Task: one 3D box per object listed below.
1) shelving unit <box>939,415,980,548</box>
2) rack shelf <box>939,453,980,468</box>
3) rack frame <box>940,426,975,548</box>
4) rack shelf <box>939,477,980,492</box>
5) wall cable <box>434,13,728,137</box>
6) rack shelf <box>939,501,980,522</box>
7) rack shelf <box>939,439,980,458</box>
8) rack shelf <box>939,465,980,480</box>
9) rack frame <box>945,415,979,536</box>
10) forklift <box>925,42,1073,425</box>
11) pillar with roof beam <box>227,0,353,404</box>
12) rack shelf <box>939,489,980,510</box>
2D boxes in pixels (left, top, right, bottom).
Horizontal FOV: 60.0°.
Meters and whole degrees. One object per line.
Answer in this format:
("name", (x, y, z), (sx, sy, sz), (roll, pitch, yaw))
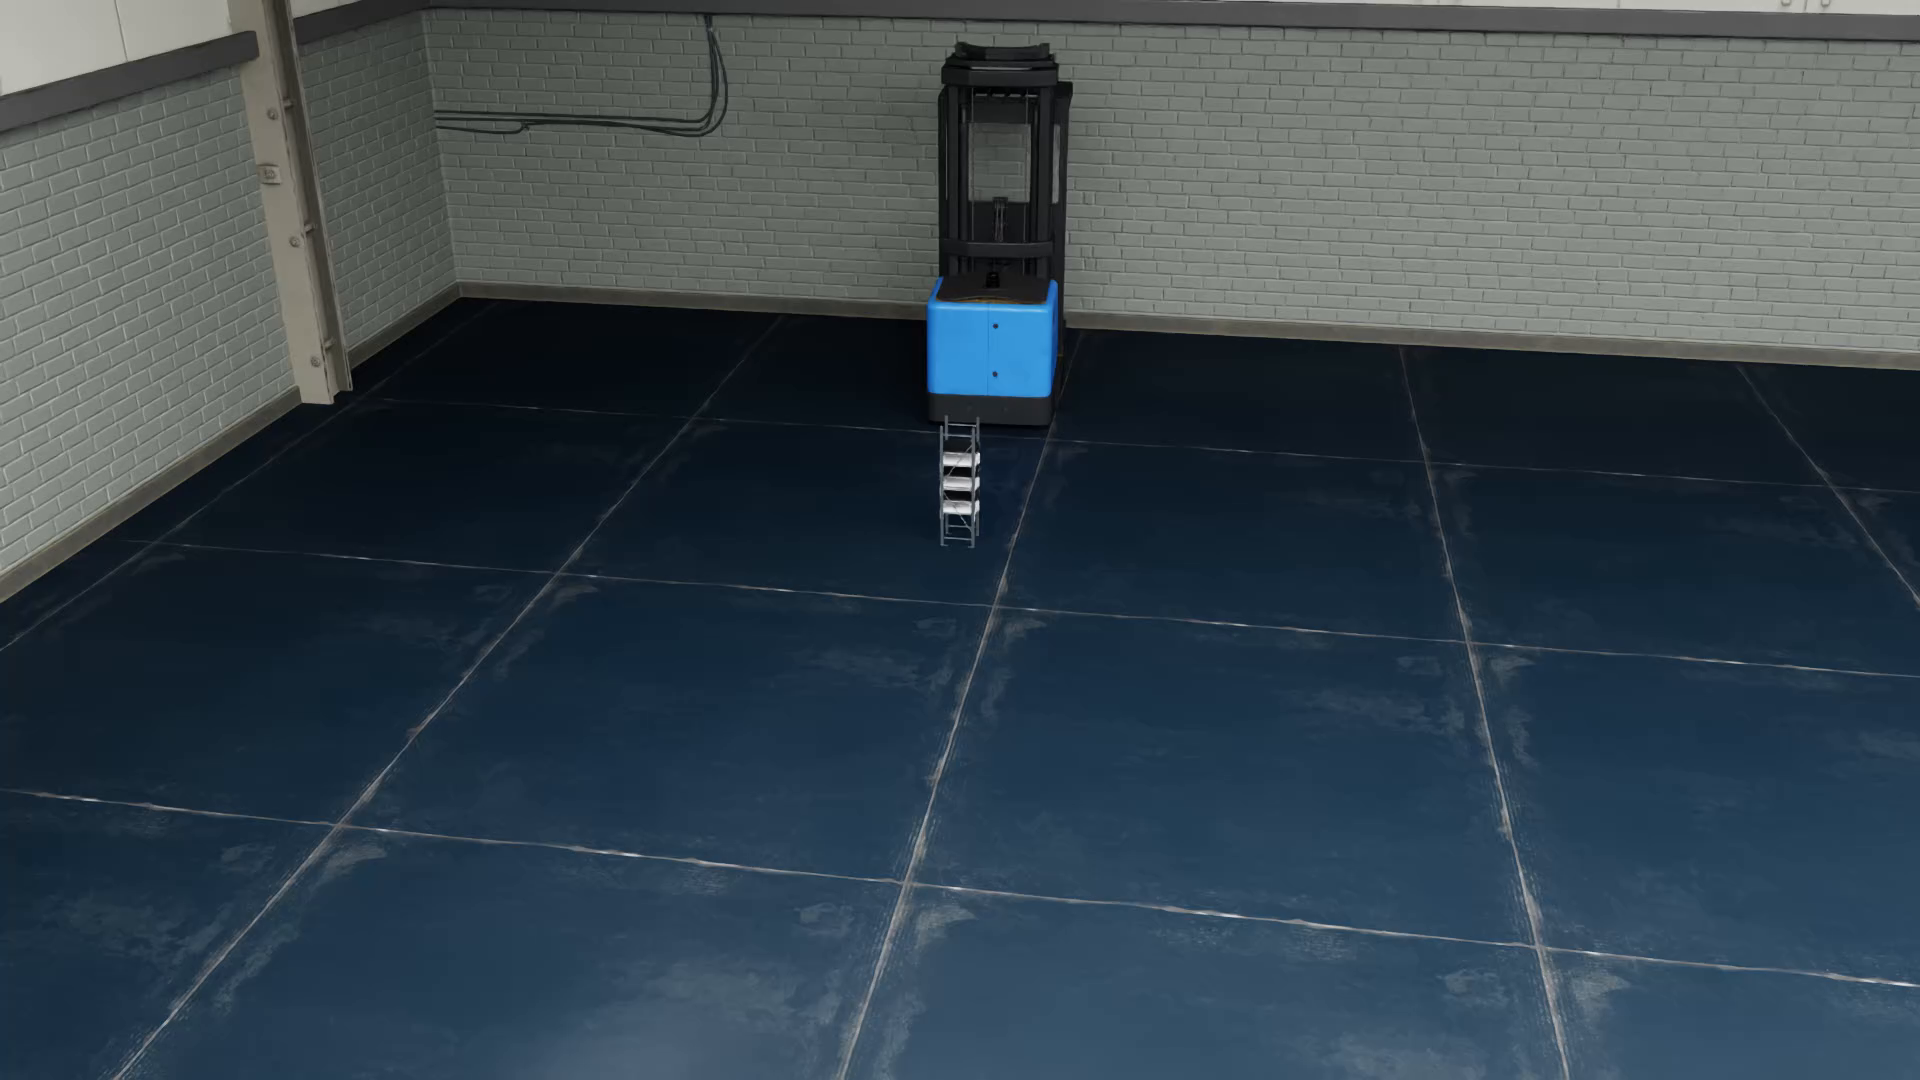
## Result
("shelving unit", (-0.001, -0.404, 11.596), (0.258, 0.900, 0.210), (4, 25, 9))
("rack shelf", (-0.001, -0.537, 11.534), (0.258, 0.077, 0.200), (4, 25, 9))
("rack frame", (-0.018, -0.362, 11.505), (0.240, 0.900, 0.006), (4, 25, 9))
("rack shelf", (-0.001, -0.374, 11.610), (0.258, 0.077, 0.200), (4, 25, 9))
("wall cable", (-3.734, -5.067, 15.668), (3.097, 2.526, 0.112), (4, 25, 9))
("rack shelf", (-0.001, -0.211, 11.687), (0.258, 0.077, 0.200), (4, 25, 9))
("rack shelf", (-0.001, -0.619, 11.496), (0.258, 0.077, 0.200), (4, 25, 9))
("rack shelf", (-0.001, -0.455, 11.572), (0.258, 0.077, 0.200), (4, 25, 9))
("rack frame", (0.015, -0.447, 11.687), (0.240, 0.900, 0.006), (4, 25, 9))
("forklift", (0.388, -2.858, 14.442), (1.130, 2.935, 3.031), (3, 25, 6))
("pillar with roof beam", (-1.273, -5.035, 11.936), (9.100, 9.000, 0.400), (4, 25, 9))
("rack shelf", (-0.001, -0.292, 11.648), (0.258, 0.077, 0.200), (4, 25, 9))
